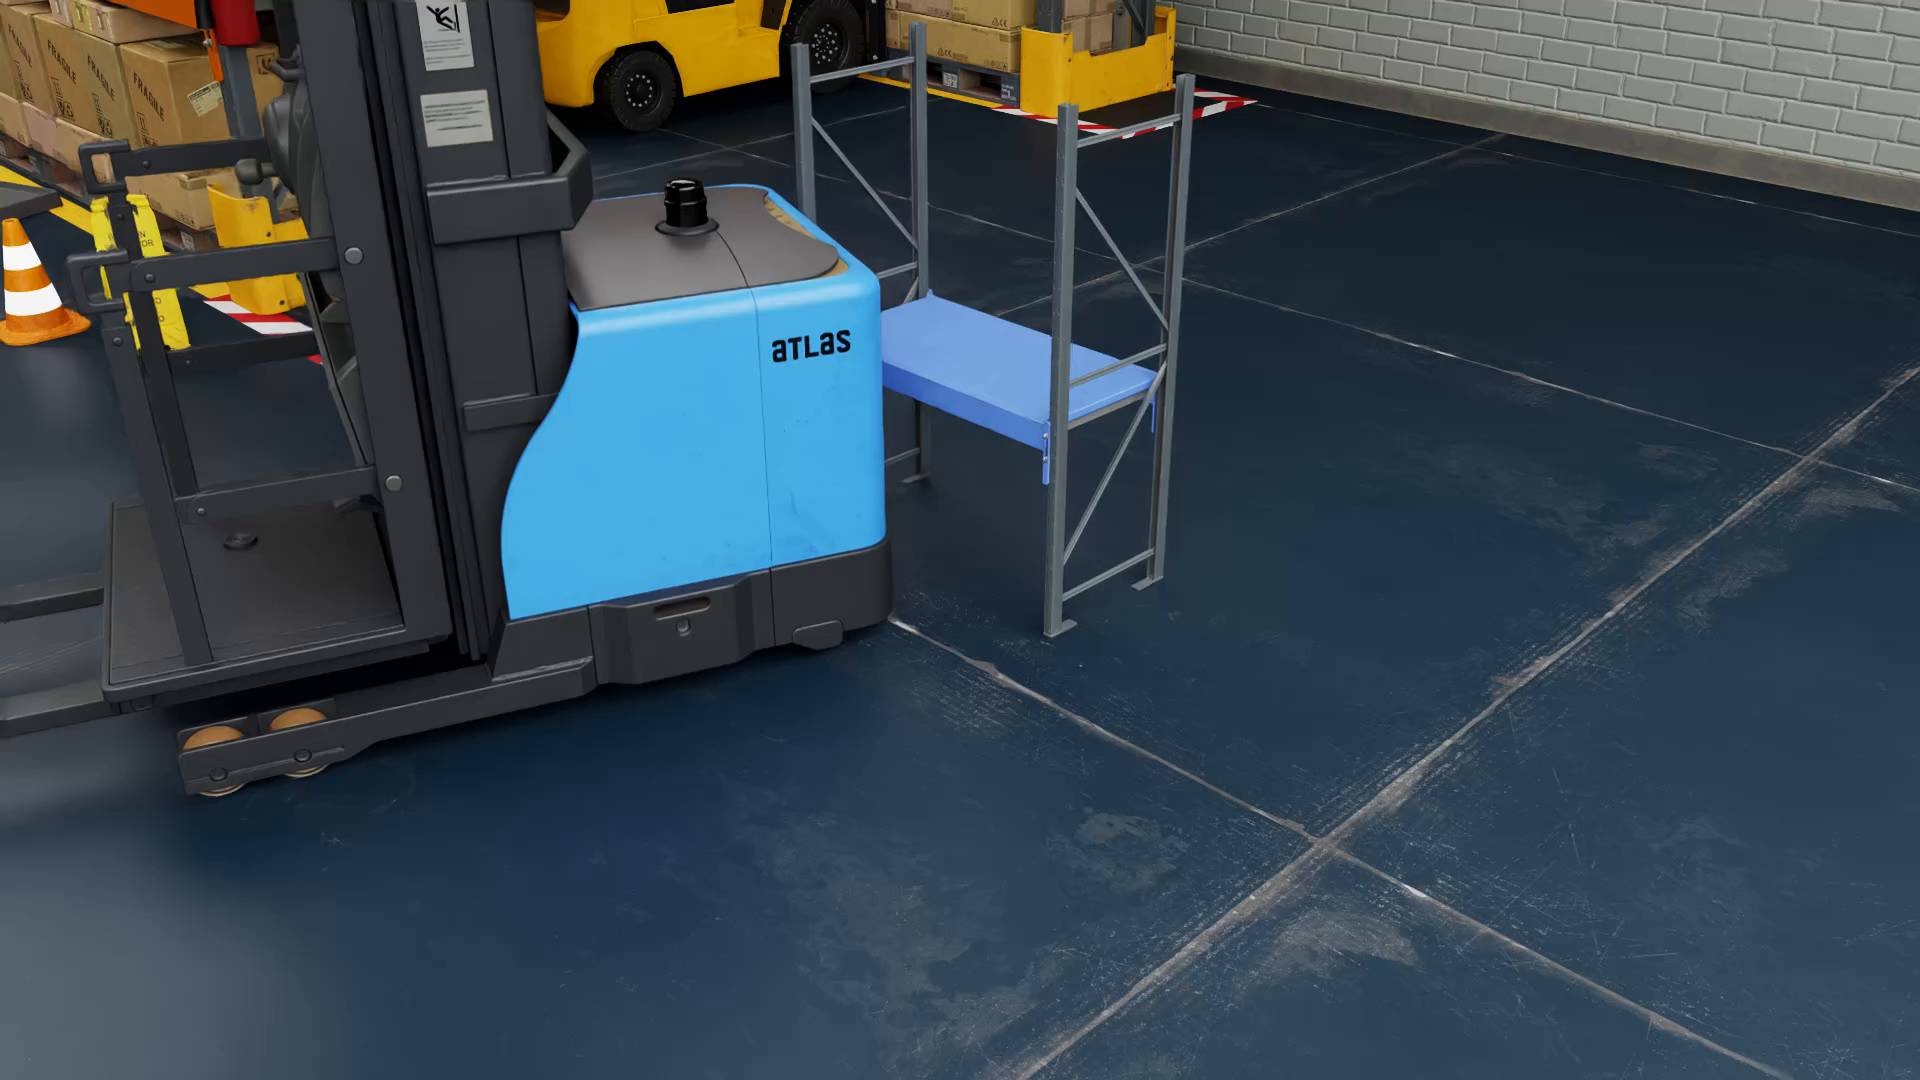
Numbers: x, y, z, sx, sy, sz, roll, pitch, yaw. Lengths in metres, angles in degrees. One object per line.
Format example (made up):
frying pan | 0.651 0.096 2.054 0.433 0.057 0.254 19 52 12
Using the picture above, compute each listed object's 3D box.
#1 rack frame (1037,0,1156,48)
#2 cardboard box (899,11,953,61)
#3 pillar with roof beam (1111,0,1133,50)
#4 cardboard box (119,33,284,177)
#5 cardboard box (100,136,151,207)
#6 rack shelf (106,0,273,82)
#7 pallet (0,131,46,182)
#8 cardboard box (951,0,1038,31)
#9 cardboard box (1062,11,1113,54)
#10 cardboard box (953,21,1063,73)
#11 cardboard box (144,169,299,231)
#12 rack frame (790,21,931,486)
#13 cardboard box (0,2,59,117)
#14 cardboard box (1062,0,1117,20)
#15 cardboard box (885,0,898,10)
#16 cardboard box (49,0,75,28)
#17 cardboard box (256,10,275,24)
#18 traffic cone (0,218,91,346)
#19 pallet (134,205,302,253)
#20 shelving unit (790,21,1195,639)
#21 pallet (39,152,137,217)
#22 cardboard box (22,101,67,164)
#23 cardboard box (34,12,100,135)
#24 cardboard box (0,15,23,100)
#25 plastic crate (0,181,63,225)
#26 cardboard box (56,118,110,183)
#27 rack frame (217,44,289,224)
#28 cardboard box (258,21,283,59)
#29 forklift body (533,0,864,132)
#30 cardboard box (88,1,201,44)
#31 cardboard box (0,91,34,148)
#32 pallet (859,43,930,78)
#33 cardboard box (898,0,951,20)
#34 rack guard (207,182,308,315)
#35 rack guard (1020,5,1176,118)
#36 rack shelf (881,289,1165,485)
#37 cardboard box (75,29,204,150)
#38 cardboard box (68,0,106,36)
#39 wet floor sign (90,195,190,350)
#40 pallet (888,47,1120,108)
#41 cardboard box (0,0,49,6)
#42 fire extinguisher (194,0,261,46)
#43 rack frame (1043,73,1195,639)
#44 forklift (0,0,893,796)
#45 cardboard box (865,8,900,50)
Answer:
rack frame | 0.860 -4.145 9.909 0.127 3.000 1.000 25 36 38
cardboard box | -0.044 -3.327 10.858 0.500 0.250 0.500 25 36 38
pillar with roof beam | -2.023 -5.897 6.797 0.400 9.000 9.100 25 36 38
cardboard box | -3.371 -1.972 7.474 0.500 0.500 0.500 25 37 39
cardboard box | -3.746 -1.811 7.974 0.500 0.250 0.500 25 37 39
rack shelf | -4.043 -2.830 8.182 4.000 0.370 1.077 25 36 38
pallet | -4.966 -2.360 9.511 1.213 0.211 1.003 25 36 38
cardboard box | 0.294 -3.390 10.440 0.500 0.250 0.500 24 36 38
cardboard box | 0.647 -3.339 10.879 0.500 0.250 0.500 25 37 39
cardboard box | 0.304 -3.162 10.543 0.500 0.250 0.500 25 37 39
cardboard box | -3.399 -1.647 7.663 0.500 0.250 0.500 24 36 38
rack frame | -0.289 -0.806 5.172 0.500 1.500 0.032 -25 36 -38
cardboard box | -4.480 -2.479 8.440 0.500 0.500 0.500 -23 35 -37
cardboard box | 0.671 -3.557 10.758 0.500 0.250 0.500 -25 36 -38
cardboard box | -0.439 -3.718 11.065 0.500 0.250 0.500 24 36 37
cardboard box | -4.044 -2.526 7.831 0.380 0.149 0.250 -23 36 -37
cardboard box | -3.392 -2.329 8.153 0.500 0.500 0.500 23 35 37
traffic cone | -3.828 -1.085 6.817 0.334 0.463 0.336 25 36 38
pallet | -3.226 -1.563 7.997 1.213 0.211 1.003 25 36 38
shelving unit | 0.068 -0.638 4.852 0.538 1.500 1.048 -25 36 -38
pallet | -4.092 -1.961 8.754 1.213 0.211 1.003 25 36 38
cardboard box | -4.469 -2.145 8.610 0.500 0.250 0.500 24 36 38
cardboard box | -4.101 -2.308 8.114 0.500 0.500 0.500 24 36 37
cardboard box | -4.848 -2.649 8.763 0.500 0.500 0.500 -24 36 -37
plastic crate | -4.925 -1.725 8.444 0.583 0.080 0.402 12 30 22
cardboard box | -4.123 -1.980 8.296 0.500 0.250 0.500 23 35 37
rack frame | -2.617 -2.496 6.774 0.127 3.000 1.000 25 36 38
cardboard box | -3.016 -2.159 7.831 0.500 0.500 0.500 23 36 37
forklift body | -1.771 -3.782 10.132 1.214 2.155 2.313 25 36 38
cardboard box | -3.680 -2.356 7.509 0.380 0.149 0.250 -24 36 -38
cardboard box | -4.849 -2.318 8.938 0.500 0.250 0.500 -23 35 -36
pallet | -0.580 -3.544 11.763 1.213 0.211 1.003 25 36 38
cardboard box | -0.056 -3.557 10.758 0.500 0.250 0.500 24 36 38
rack guard | -2.671 -1.414 7.403 0.348 0.500 1.175 25 36 38
rack guard | 0.877 -3.030 10.476 0.348 0.500 1.175 25 36 38
rack shelf | 0.068 -0.479 4.935 0.538 0.185 1.000 -25 36 -38
cardboard box | -3.746 -2.141 7.796 0.500 0.500 0.500 -24 36 -37
cardboard box | -3.857 -2.439 7.667 0.380 0.149 0.250 -25 36 -38
wet floor sign | -3.232 -1.037 6.529 0.267 0.644 0.232 -13 30 -22
pallet | 0.285 -3.146 11.006 1.213 0.211 1.003 25 36 38
cardboard box | -4.629 -2.792 8.338 0.380 0.149 0.250 -23 35 -36
fire extinguisher | -2.859 -2.272 6.430 0.183 0.674 0.296 25 36 38
rack frame | 0.425 -0.470 4.532 0.500 1.500 0.032 -25 36 -38
forklift | -1.755 -0.952 3.911 3.031 2.935 1.130 -12 30 -21
cardboard box | -0.395 -3.494 11.174 0.500 0.250 0.500 -25 37 -39
